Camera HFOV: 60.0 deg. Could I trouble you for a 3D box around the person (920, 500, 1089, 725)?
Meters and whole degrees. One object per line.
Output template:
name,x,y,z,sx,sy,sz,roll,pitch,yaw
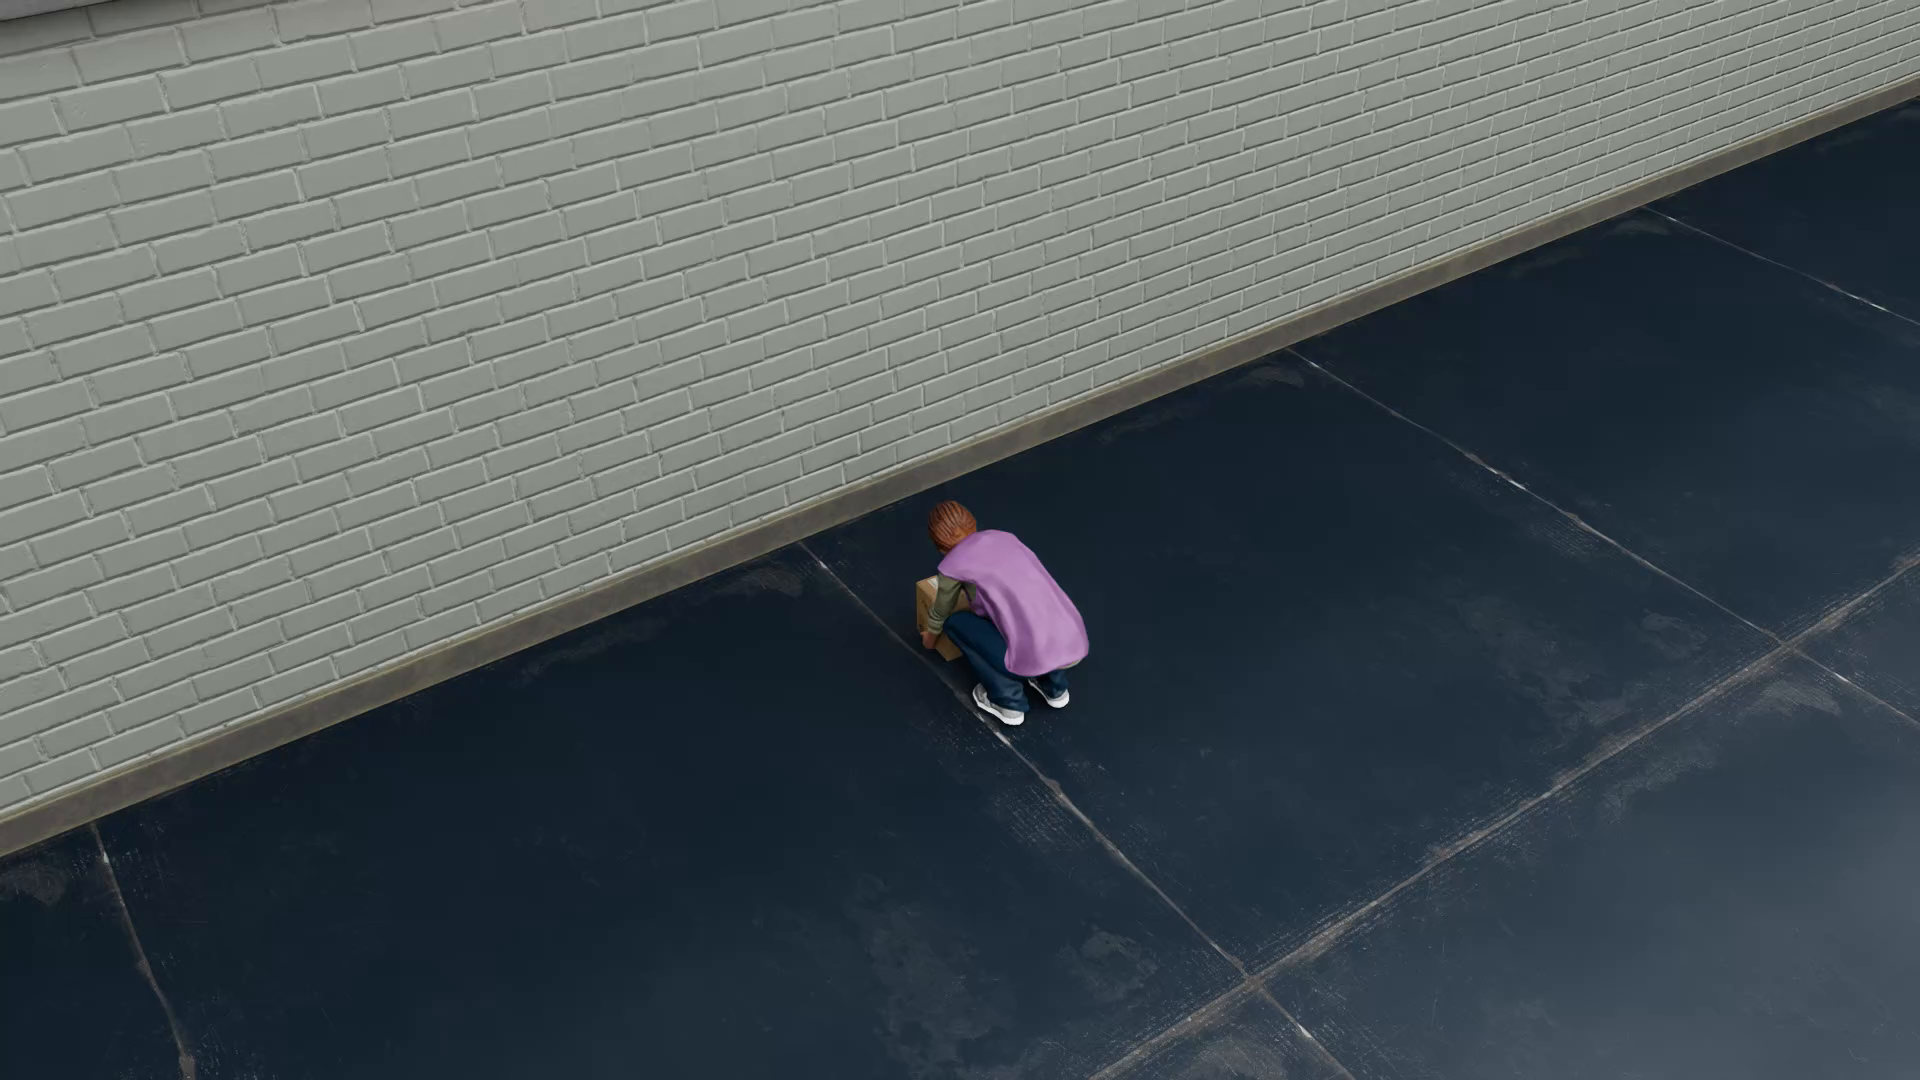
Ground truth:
person,0.164,0.314,6.545,0.435,0.754,0.831,-21,42,-25
